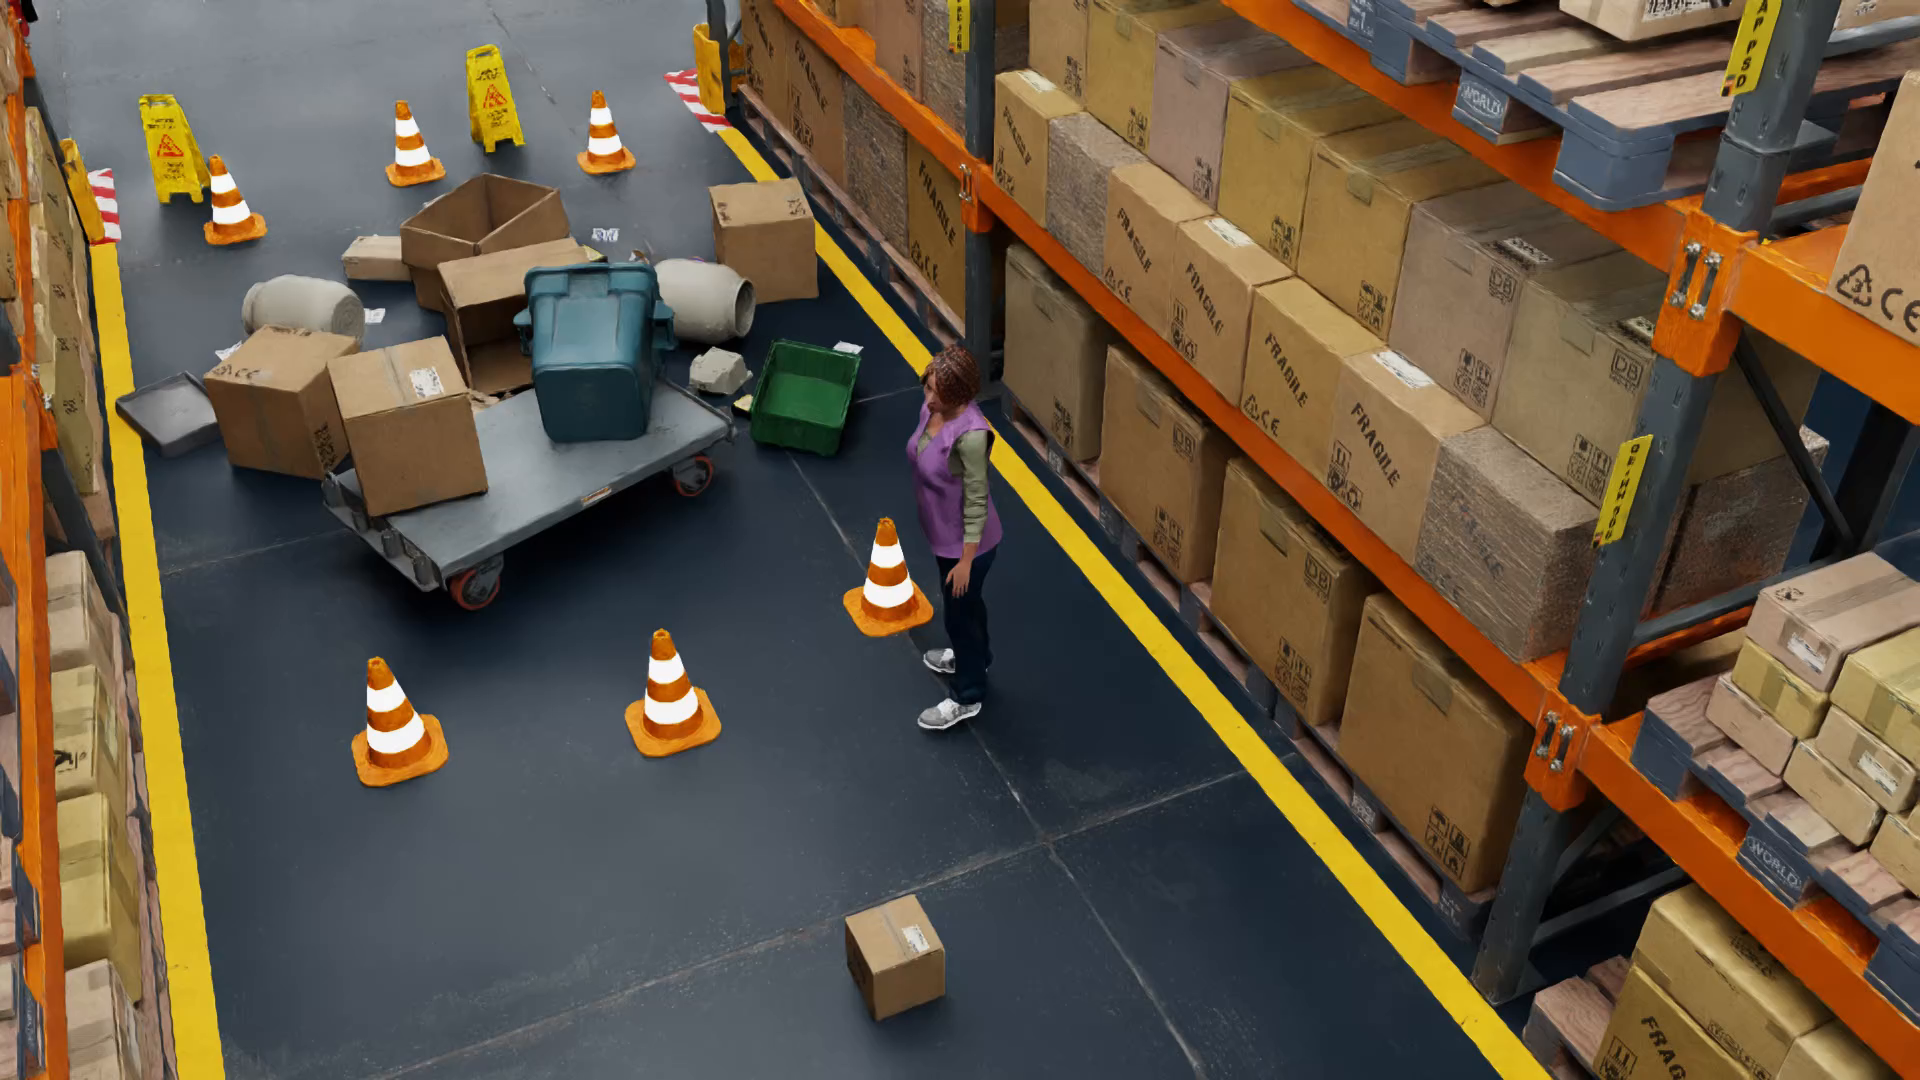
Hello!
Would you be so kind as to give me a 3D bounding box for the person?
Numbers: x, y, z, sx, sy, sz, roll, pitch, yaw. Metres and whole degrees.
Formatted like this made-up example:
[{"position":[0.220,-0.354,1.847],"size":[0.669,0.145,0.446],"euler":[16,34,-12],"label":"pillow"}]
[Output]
[{"position":[-0.029,-0.013,6.136],"size":[0.371,1.601,0.486],"euler":[-11,39,-13],"label":"person"}]
